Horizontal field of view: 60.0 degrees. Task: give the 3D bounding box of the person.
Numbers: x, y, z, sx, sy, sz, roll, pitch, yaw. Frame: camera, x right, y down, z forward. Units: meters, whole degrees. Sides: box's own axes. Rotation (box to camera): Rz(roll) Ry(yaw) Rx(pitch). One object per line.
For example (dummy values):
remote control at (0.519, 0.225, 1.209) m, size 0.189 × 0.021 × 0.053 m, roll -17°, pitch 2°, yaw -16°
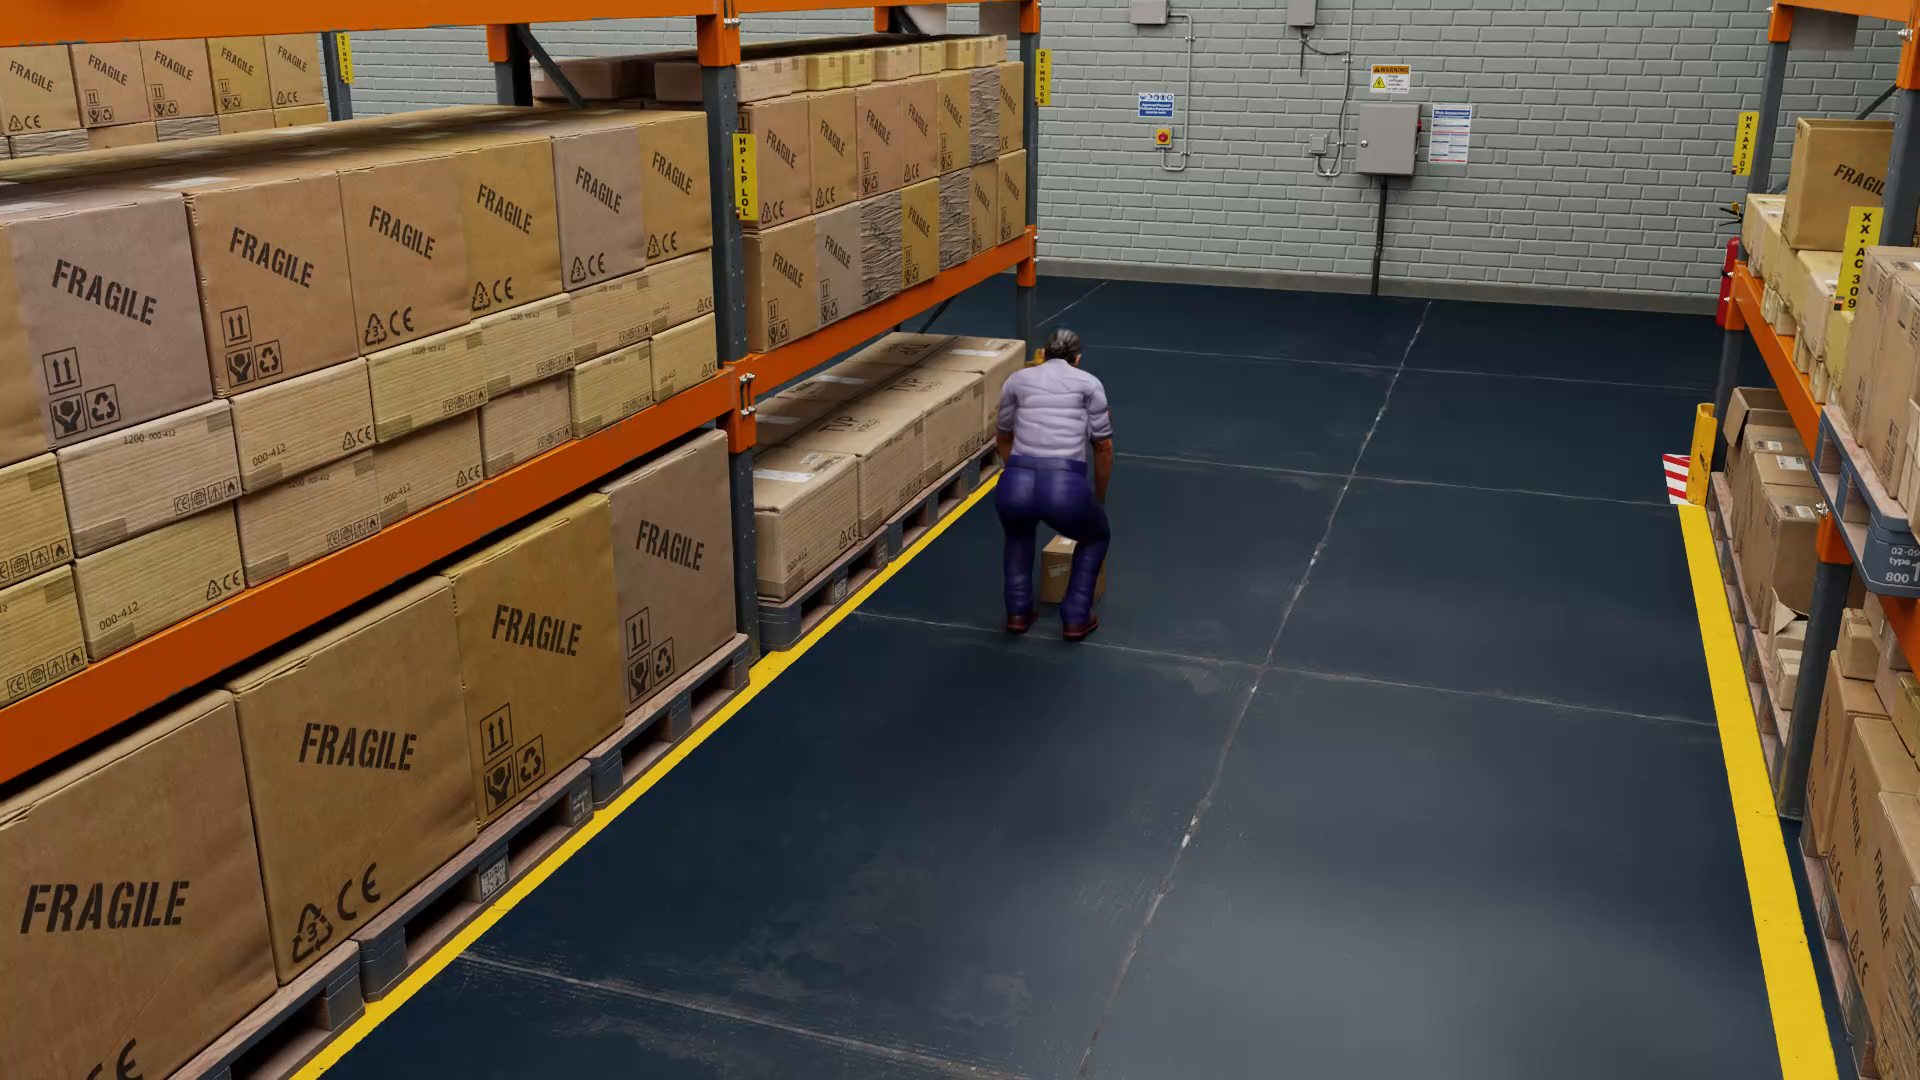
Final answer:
person at (0.378, -0.232, 7.303) m, size 0.534 × 1.312 × 0.688 m, roll 6°, pitch 20°, yaw 18°
